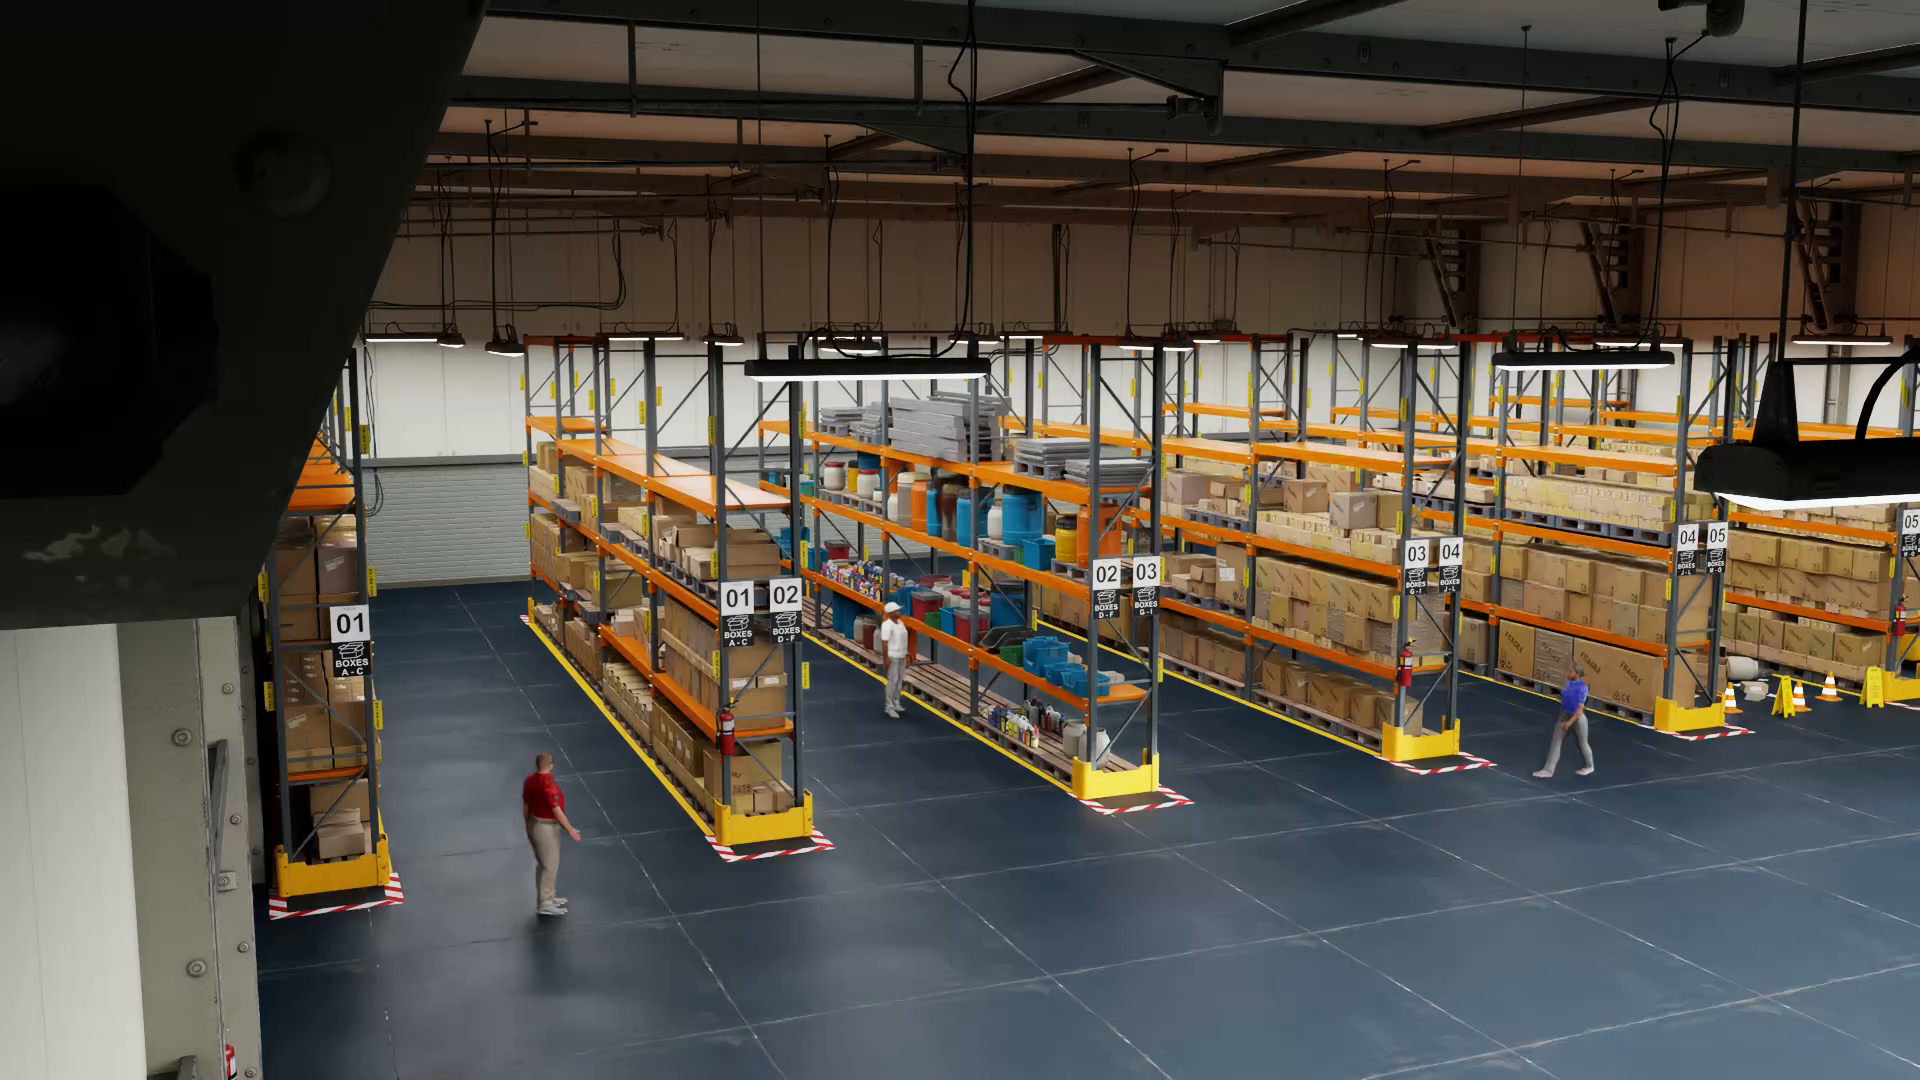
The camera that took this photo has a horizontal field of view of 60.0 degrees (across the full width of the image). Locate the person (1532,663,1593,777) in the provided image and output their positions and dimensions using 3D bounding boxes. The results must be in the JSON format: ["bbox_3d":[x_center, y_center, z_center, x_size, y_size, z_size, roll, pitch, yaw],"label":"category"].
[{"bbox_3d":[8.373,2.484,22.860,0.963,1.602,0.447,-5,9,-32],"label":"person"}]

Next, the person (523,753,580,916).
[{"bbox_3d":[-4.363,3.127,17.803,0.496,1.743,0.564,-4,9,-29],"label":"person"}]

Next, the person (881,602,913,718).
[{"bbox_3d":[-1.021,1.888,26.632,0.453,1.788,0.680,4,9,30],"label":"person"}]
